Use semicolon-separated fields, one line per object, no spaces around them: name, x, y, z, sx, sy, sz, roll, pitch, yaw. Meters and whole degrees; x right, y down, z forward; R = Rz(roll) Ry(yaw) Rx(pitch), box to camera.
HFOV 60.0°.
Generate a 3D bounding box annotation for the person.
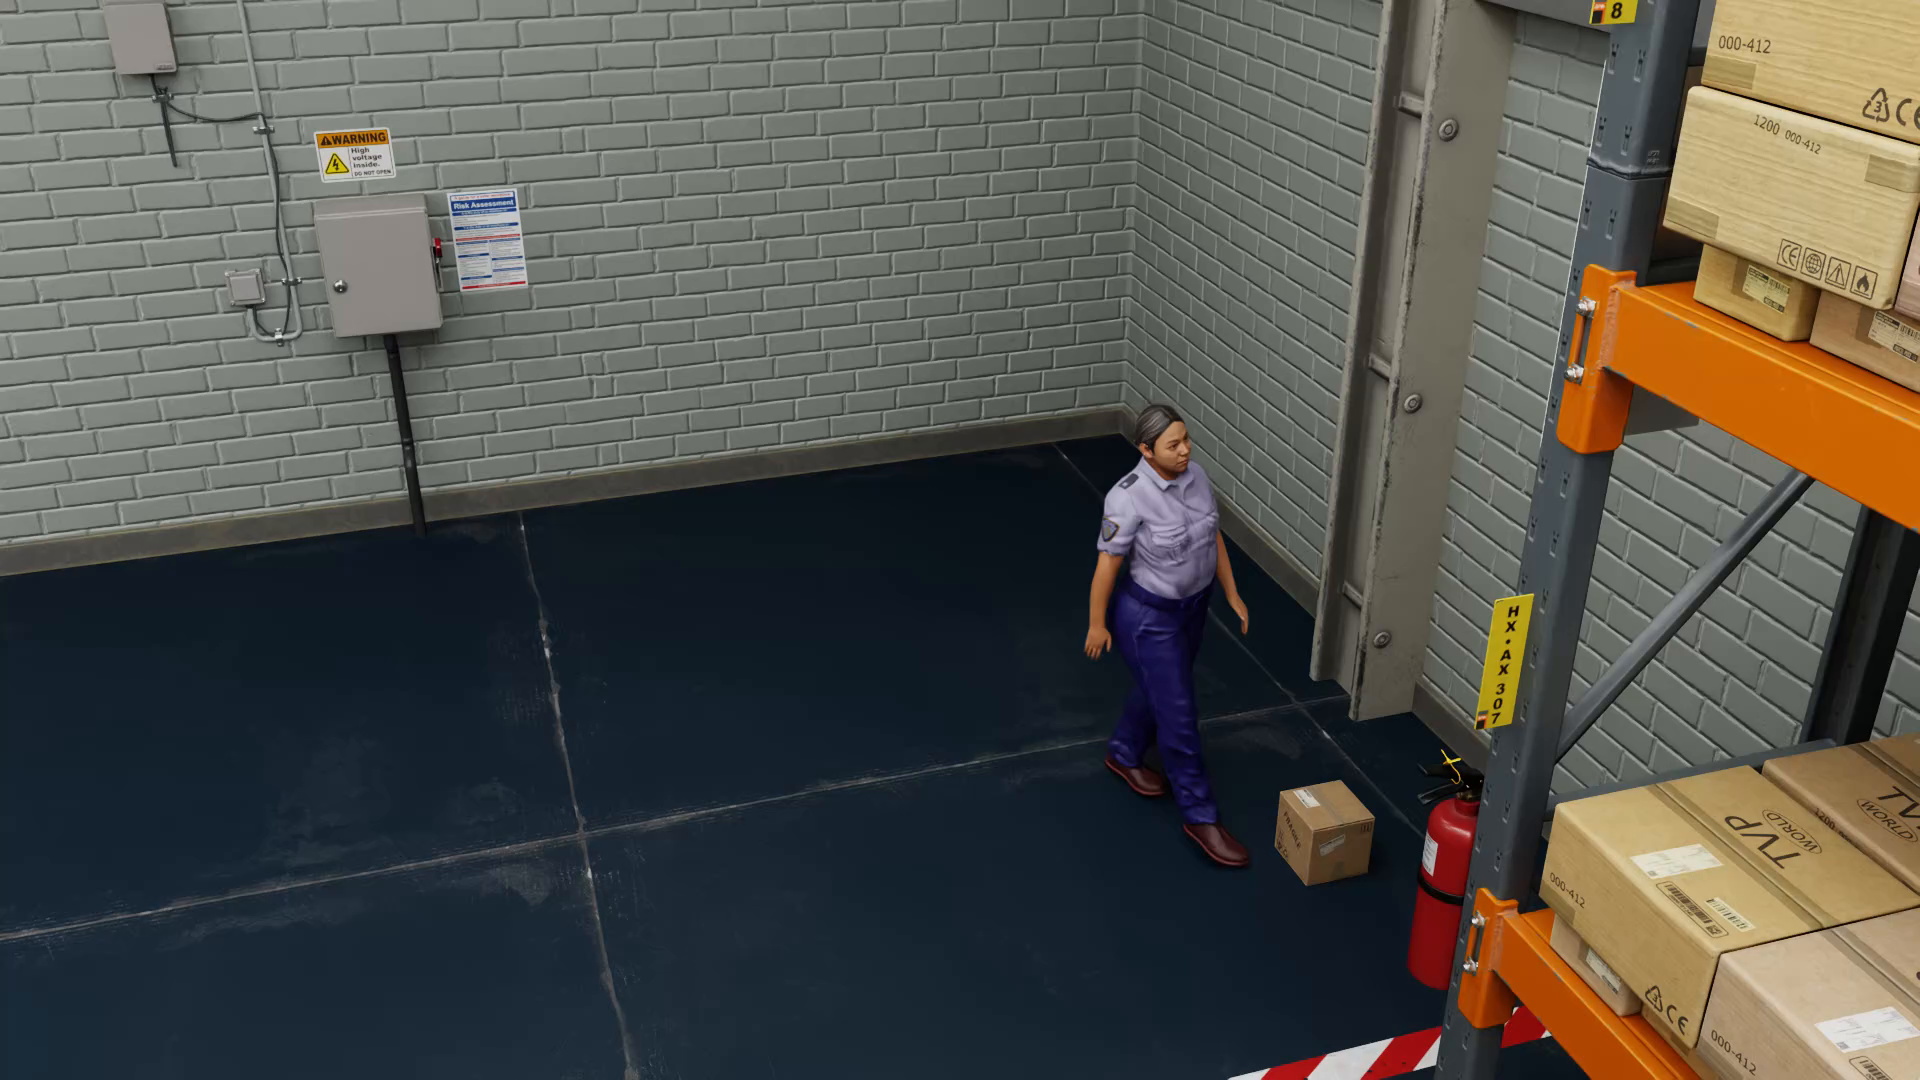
person;0.850;0.307;6.009;0.794;1.623;0.530;22;34;37
